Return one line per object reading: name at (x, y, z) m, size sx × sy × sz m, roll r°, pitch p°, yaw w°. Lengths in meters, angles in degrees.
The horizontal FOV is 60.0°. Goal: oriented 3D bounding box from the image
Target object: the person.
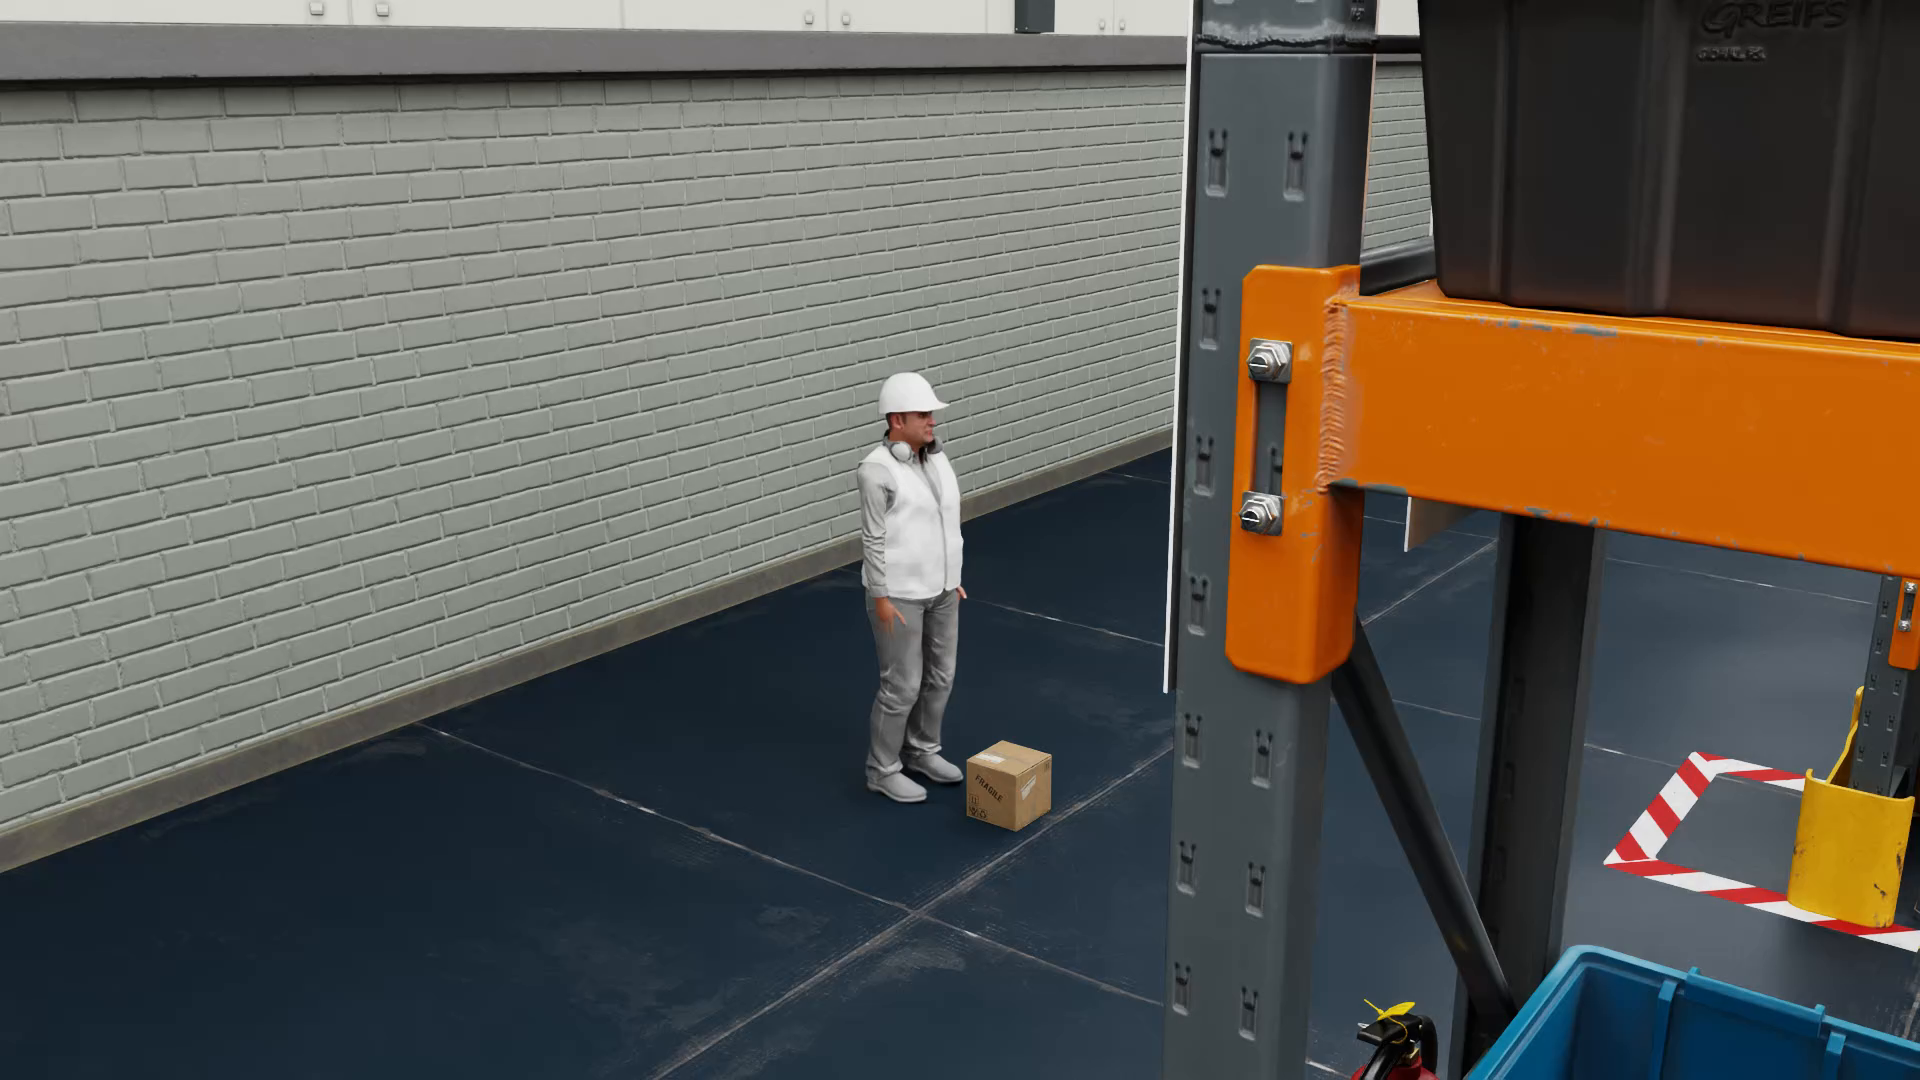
person at (-0.183, 0.188, 6.860) m, size 0.356 × 1.768 × 0.531 m, roll 12°, pitch 20°, yaw 36°
